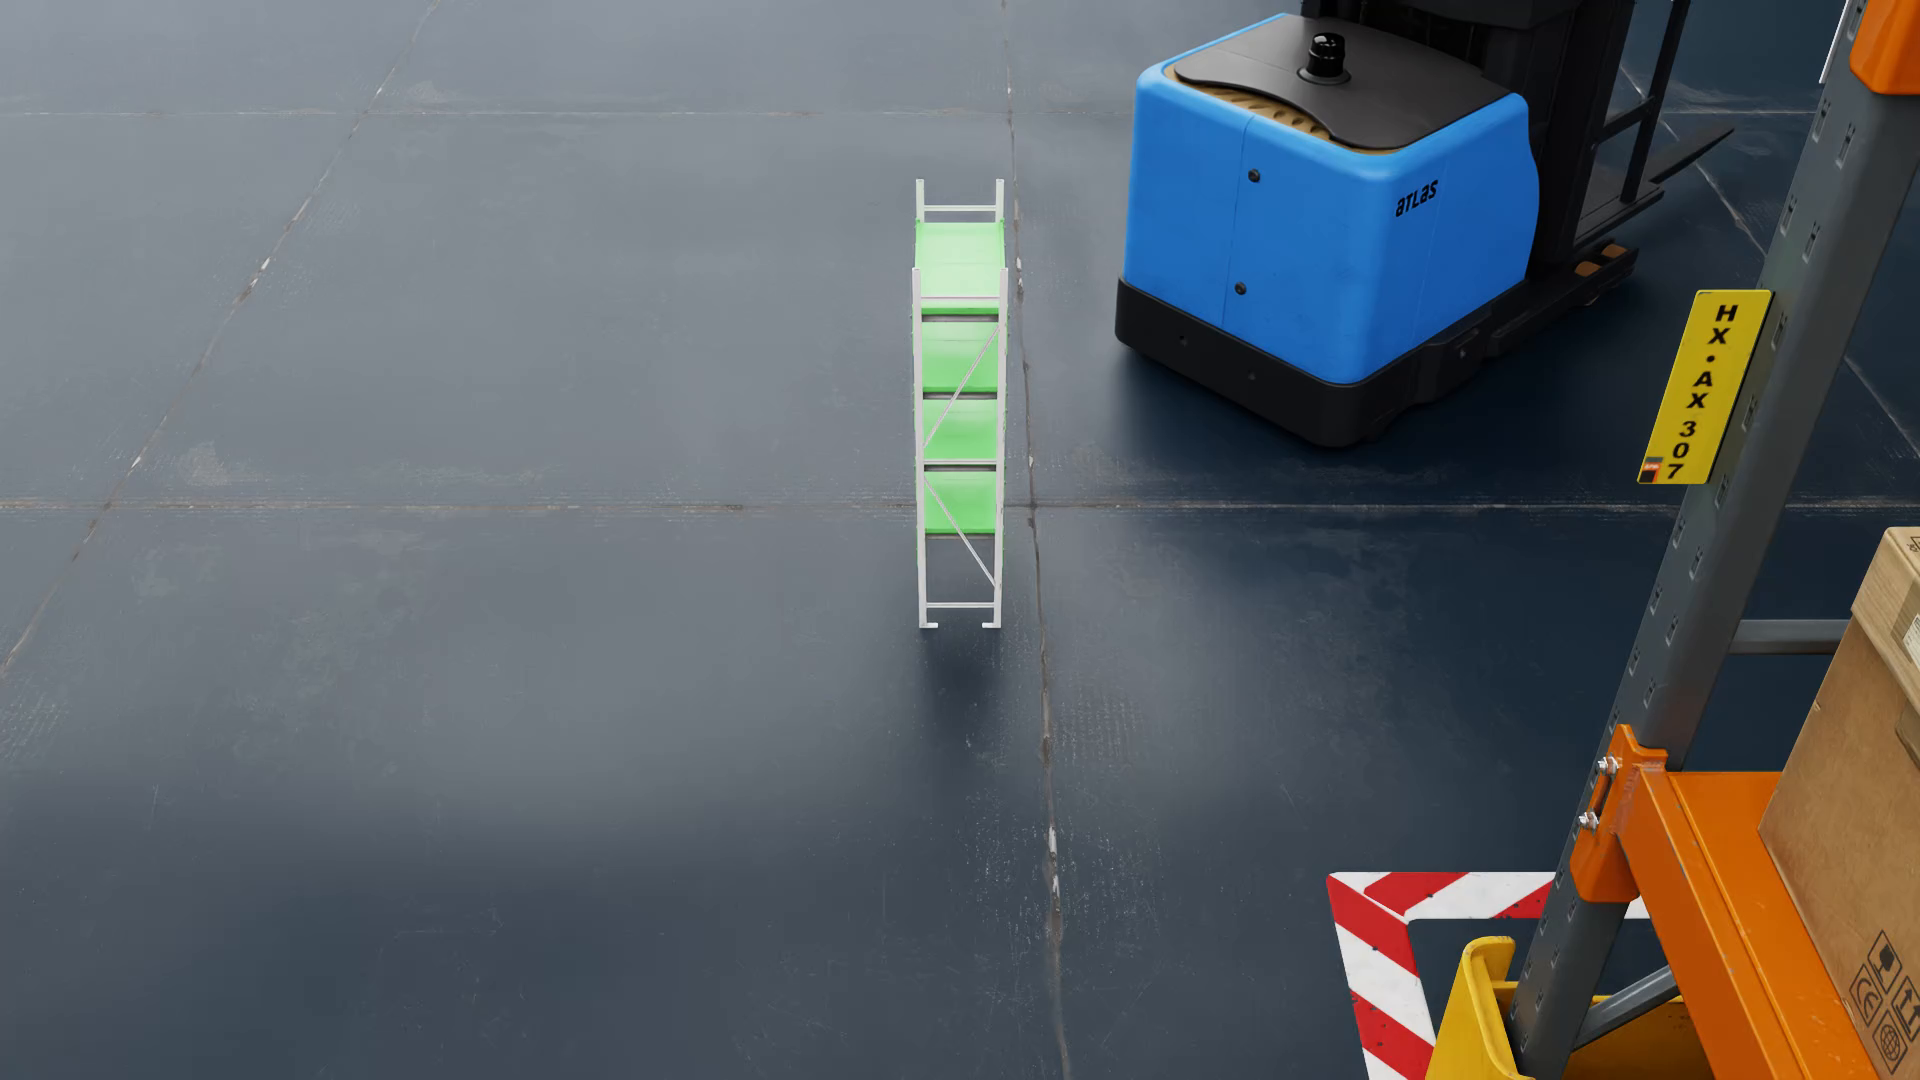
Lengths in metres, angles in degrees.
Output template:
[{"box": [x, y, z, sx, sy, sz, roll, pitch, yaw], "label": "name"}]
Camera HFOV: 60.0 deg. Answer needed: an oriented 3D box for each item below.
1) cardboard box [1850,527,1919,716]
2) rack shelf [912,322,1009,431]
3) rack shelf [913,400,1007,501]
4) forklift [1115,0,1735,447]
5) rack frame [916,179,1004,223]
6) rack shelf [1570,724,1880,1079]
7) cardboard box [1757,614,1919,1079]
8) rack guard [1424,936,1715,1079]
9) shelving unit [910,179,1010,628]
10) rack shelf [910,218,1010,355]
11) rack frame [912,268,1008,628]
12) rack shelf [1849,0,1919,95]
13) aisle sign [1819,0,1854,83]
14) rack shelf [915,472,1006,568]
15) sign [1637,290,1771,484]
[{"box": [1.392, 0.114, 2.111, 0.380, 0.149, 0.250, 0, 39, 0], "label": "cardboard box"}, {"box": [0.000, -0.502, 4.635, 0.258, 0.148, 0.480, 0, 39, 0], "label": "rack shelf"}, {"box": [0.000, -0.315, 4.786, 0.258, 0.148, 0.480, 0, 39, 0], "label": "rack shelf"}, {"box": [1.986, -2.254, 5.719, 3.031, 2.935, 1.130, -30, 48, -32], "label": "forklift"}, {"box": [0.000, -0.517, 4.936, 0.240, 1.200, 0.015, 0, 39, 0], "label": "rack frame"}, {"box": [1.609, 1.692, 1.315, 1.077, 0.370, 4.000, 0, 39, 0], "label": "rack shelf"}, {"box": [1.595, 0.413, 2.255, 0.700, 0.500, 0.500, 0, 39, 0], "label": "cardboard box"}, {"box": [1.607, 1.121, 3.451, 1.175, 0.500, 0.348, 0, 39, 0], "label": "rack guard"}, {"box": [0.000, -0.365, 4.746, 0.258, 1.200, 0.503, 0, 39, 0], "label": "shelving unit"}, {"box": [0.000, -0.689, 4.485, 0.258, 0.148, 0.480, 0, 39, 0], "label": "rack shelf"}, {"box": [0.000, -0.212, 4.555, 0.240, 1.200, 0.015, 0, 39, 0], "label": "rack frame"}, {"box": [1.609, 0.521, 0.377, 1.077, 0.370, 4.000, 0, 39, 0], "label": "rack shelf"}, {"box": [1.301, -0.895, 1.889, 0.394, 0.787, 0.004, 0, 39, 0], "label": "aisle sign"}, {"box": [0.000, -0.128, 4.936, 0.258, 0.148, 0.480, 0, 39, 0], "label": "rack shelf"}, {"box": [1.052, -0.212, 2.360, 0.100, 0.325, 0.005, 0, 39, 0], "label": "sign"}]
